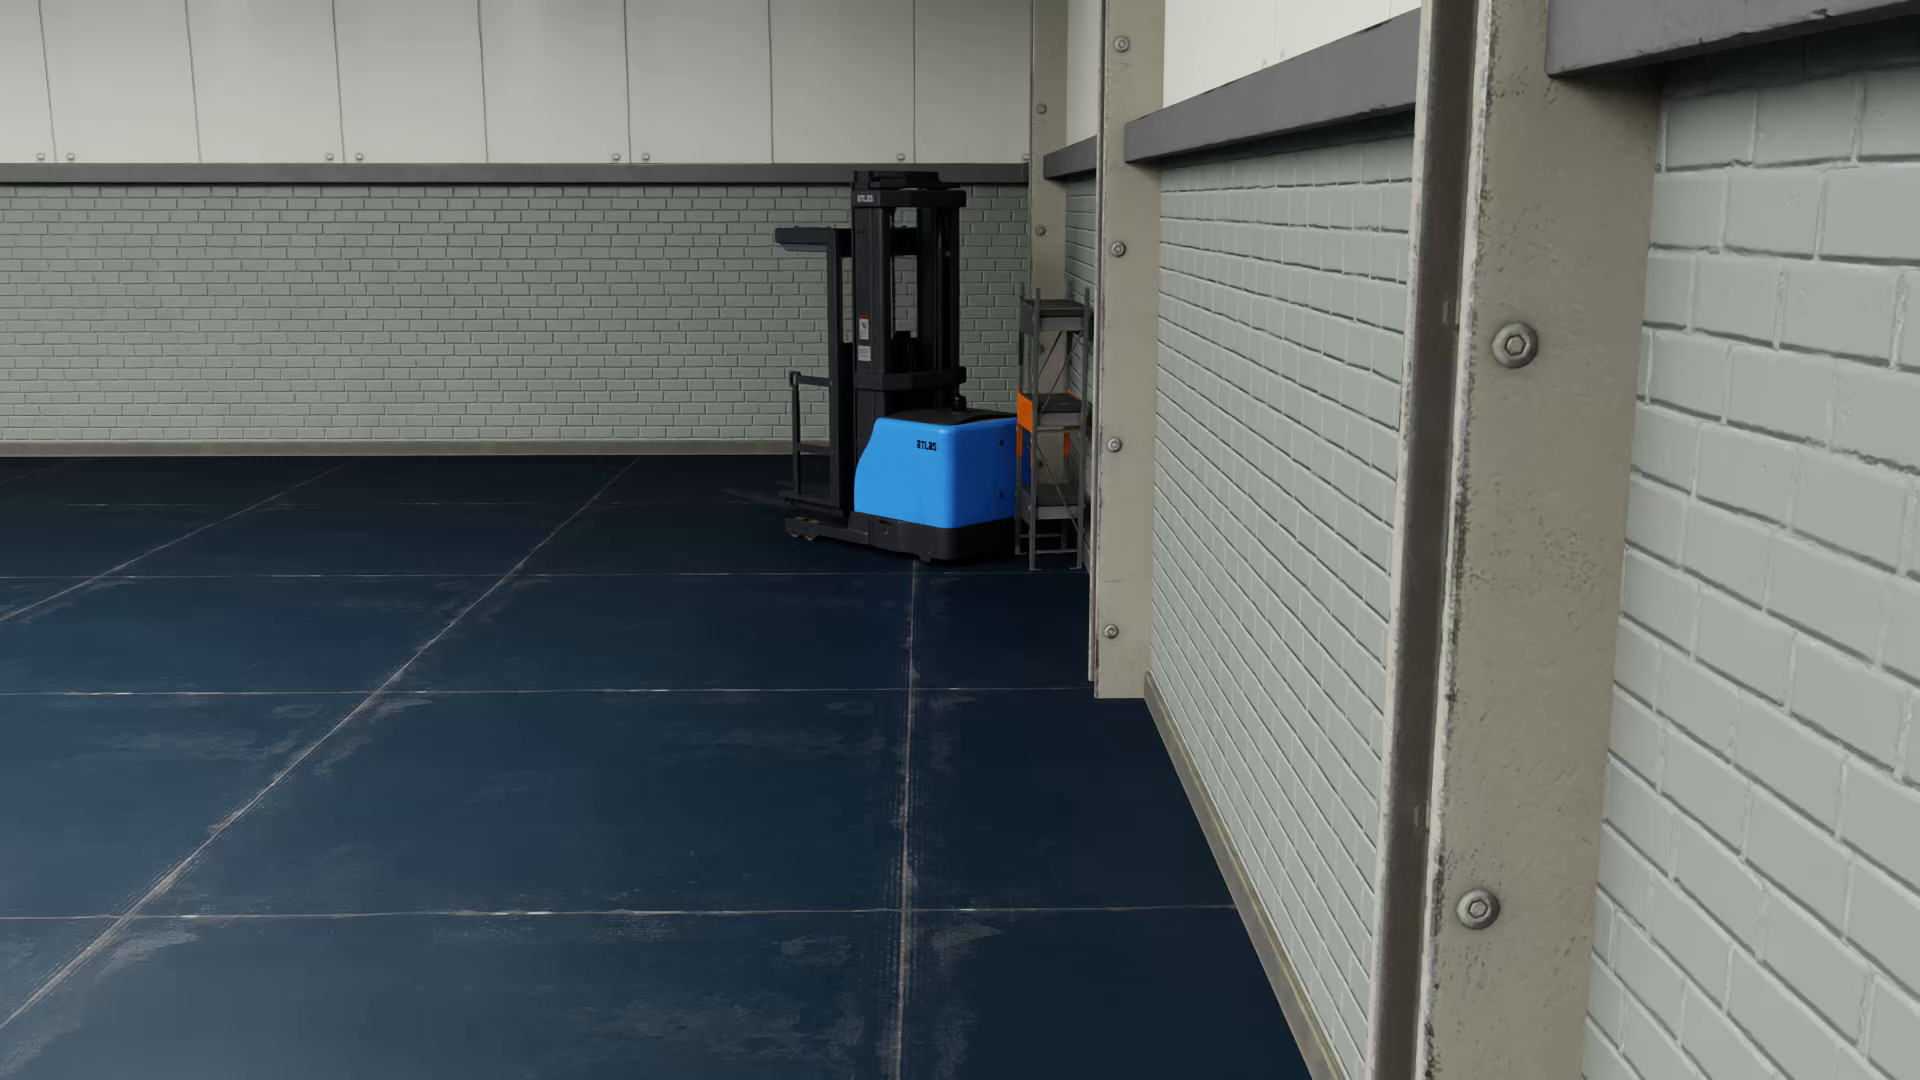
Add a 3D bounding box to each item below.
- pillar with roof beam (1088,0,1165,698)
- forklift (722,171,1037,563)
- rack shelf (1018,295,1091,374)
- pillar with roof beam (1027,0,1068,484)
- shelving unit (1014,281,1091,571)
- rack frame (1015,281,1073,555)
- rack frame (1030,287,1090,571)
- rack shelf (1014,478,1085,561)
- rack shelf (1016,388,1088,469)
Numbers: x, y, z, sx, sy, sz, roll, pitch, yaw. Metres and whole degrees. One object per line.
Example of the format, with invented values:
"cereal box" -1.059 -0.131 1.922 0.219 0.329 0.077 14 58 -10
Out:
"pillar with roof beam" -3.403 -3.554 8.446 9.100 9.000 0.400 0 11 -1
"forklift" -0.794 -1.494 13.553 1.130 2.935 3.031 -11 16 -44
"rack shelf" 0.688 -1.519 12.257 0.431 0.518 0.480 -2 14 -11
"pillar with roof beam" -3.527 -4.747 14.325 9.100 9.000 0.400 0 11 -1
"shelving unit" 0.681 -0.853 12.425 0.431 2.100 0.503 -2 14 -11
"rack frame" 0.635 -0.913 12.657 0.400 2.100 0.015 -2 14 -11
"rack frame" 0.727 -0.794 12.193 0.400 2.100 0.015 -2 14 -11
"rack shelf" 0.675 -0.161 12.600 0.431 0.518 0.480 -2 14 -11
"rack shelf" 0.681 -0.840 12.429 0.431 0.518 0.480 -2 14 -11
